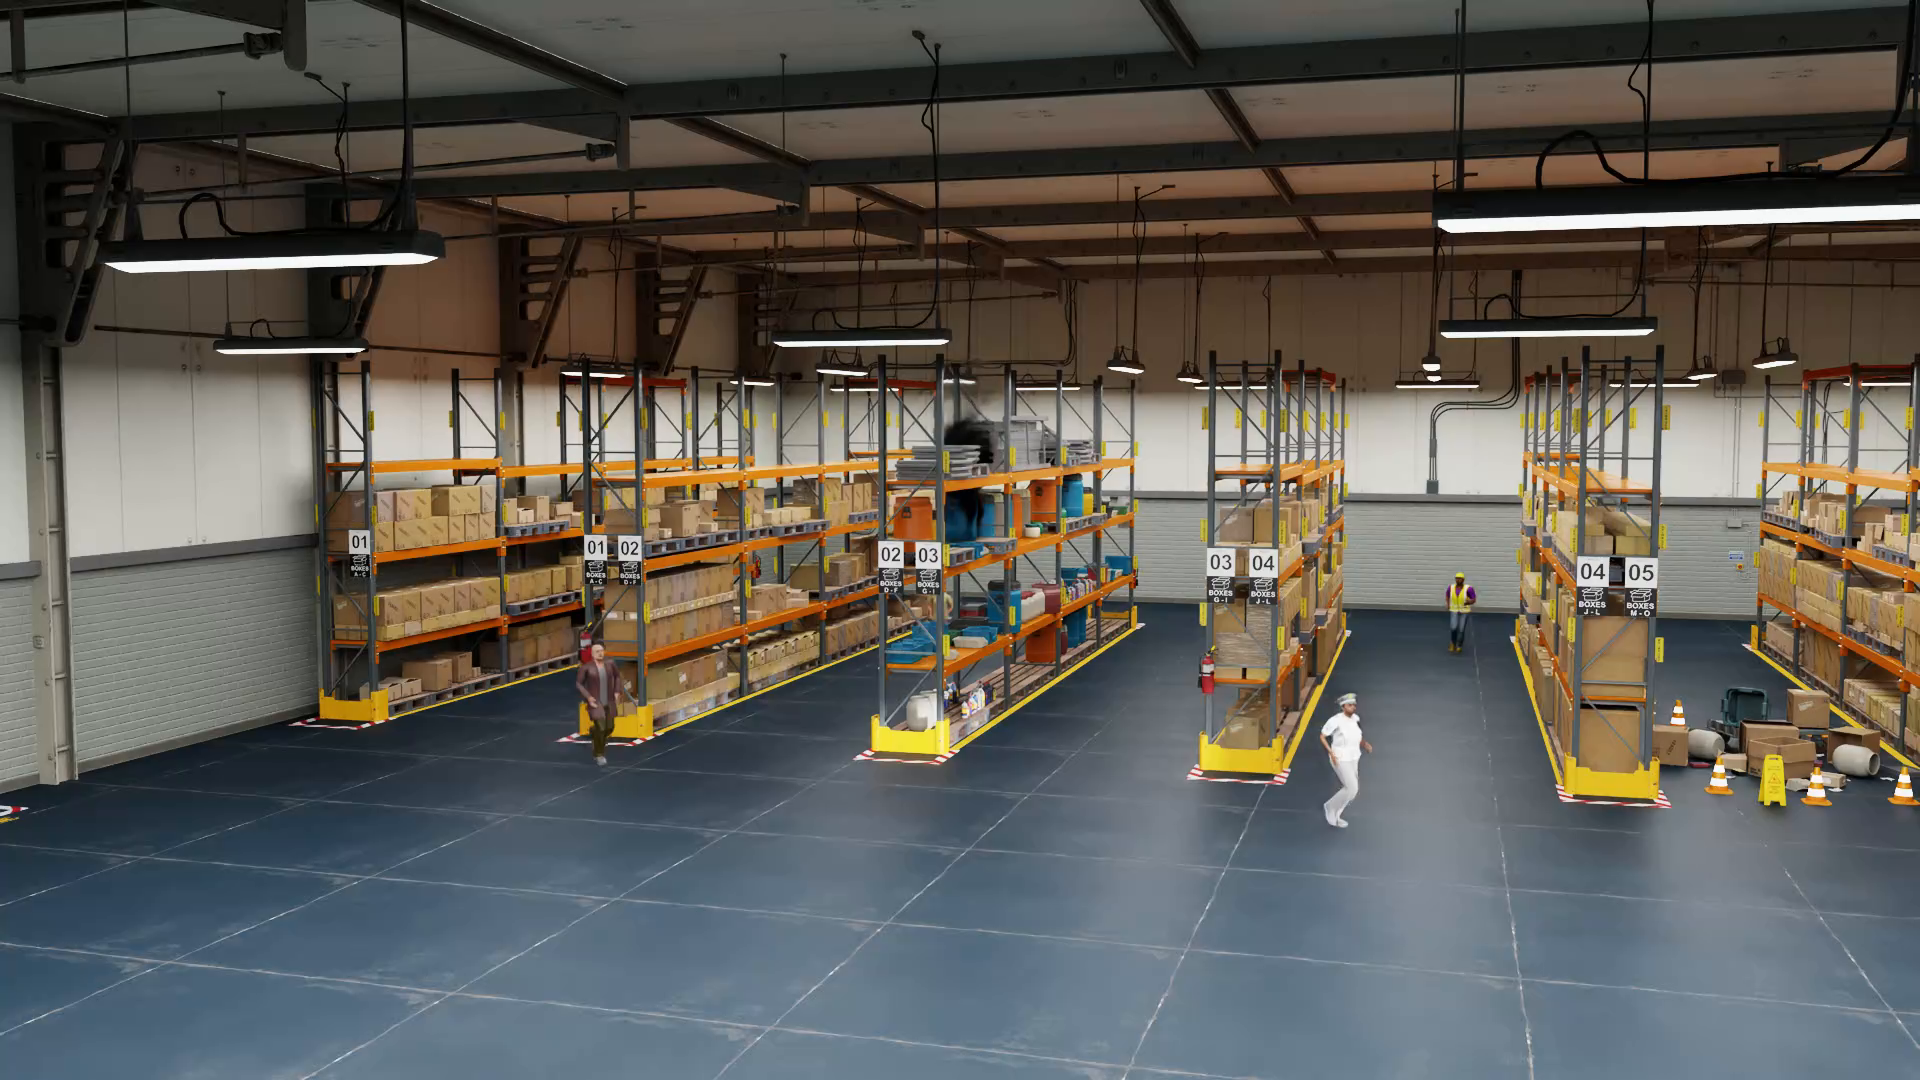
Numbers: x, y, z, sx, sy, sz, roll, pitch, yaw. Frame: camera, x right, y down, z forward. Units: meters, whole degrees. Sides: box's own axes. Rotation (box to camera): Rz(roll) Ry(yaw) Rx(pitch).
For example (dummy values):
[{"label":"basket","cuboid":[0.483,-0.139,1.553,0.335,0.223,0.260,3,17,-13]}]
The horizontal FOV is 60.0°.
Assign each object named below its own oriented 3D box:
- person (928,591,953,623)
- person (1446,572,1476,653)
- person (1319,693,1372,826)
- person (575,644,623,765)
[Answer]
[{"label":"person","cuboid":[-0.407,1.679,35.112,0.572,1.626,0.604,1,4,10]},{"label":"person","cuboid":[10.759,1.575,35.811,0.669,1.757,0.669,2,4,25]},{"label":"person","cuboid":[4.783,2.705,20.444,0.560,1.667,0.582,-3,5,-34]},{"label":"person","cuboid":[-5.323,2.395,24.457,0.725,1.761,0.707,-3,5,-34]}]
